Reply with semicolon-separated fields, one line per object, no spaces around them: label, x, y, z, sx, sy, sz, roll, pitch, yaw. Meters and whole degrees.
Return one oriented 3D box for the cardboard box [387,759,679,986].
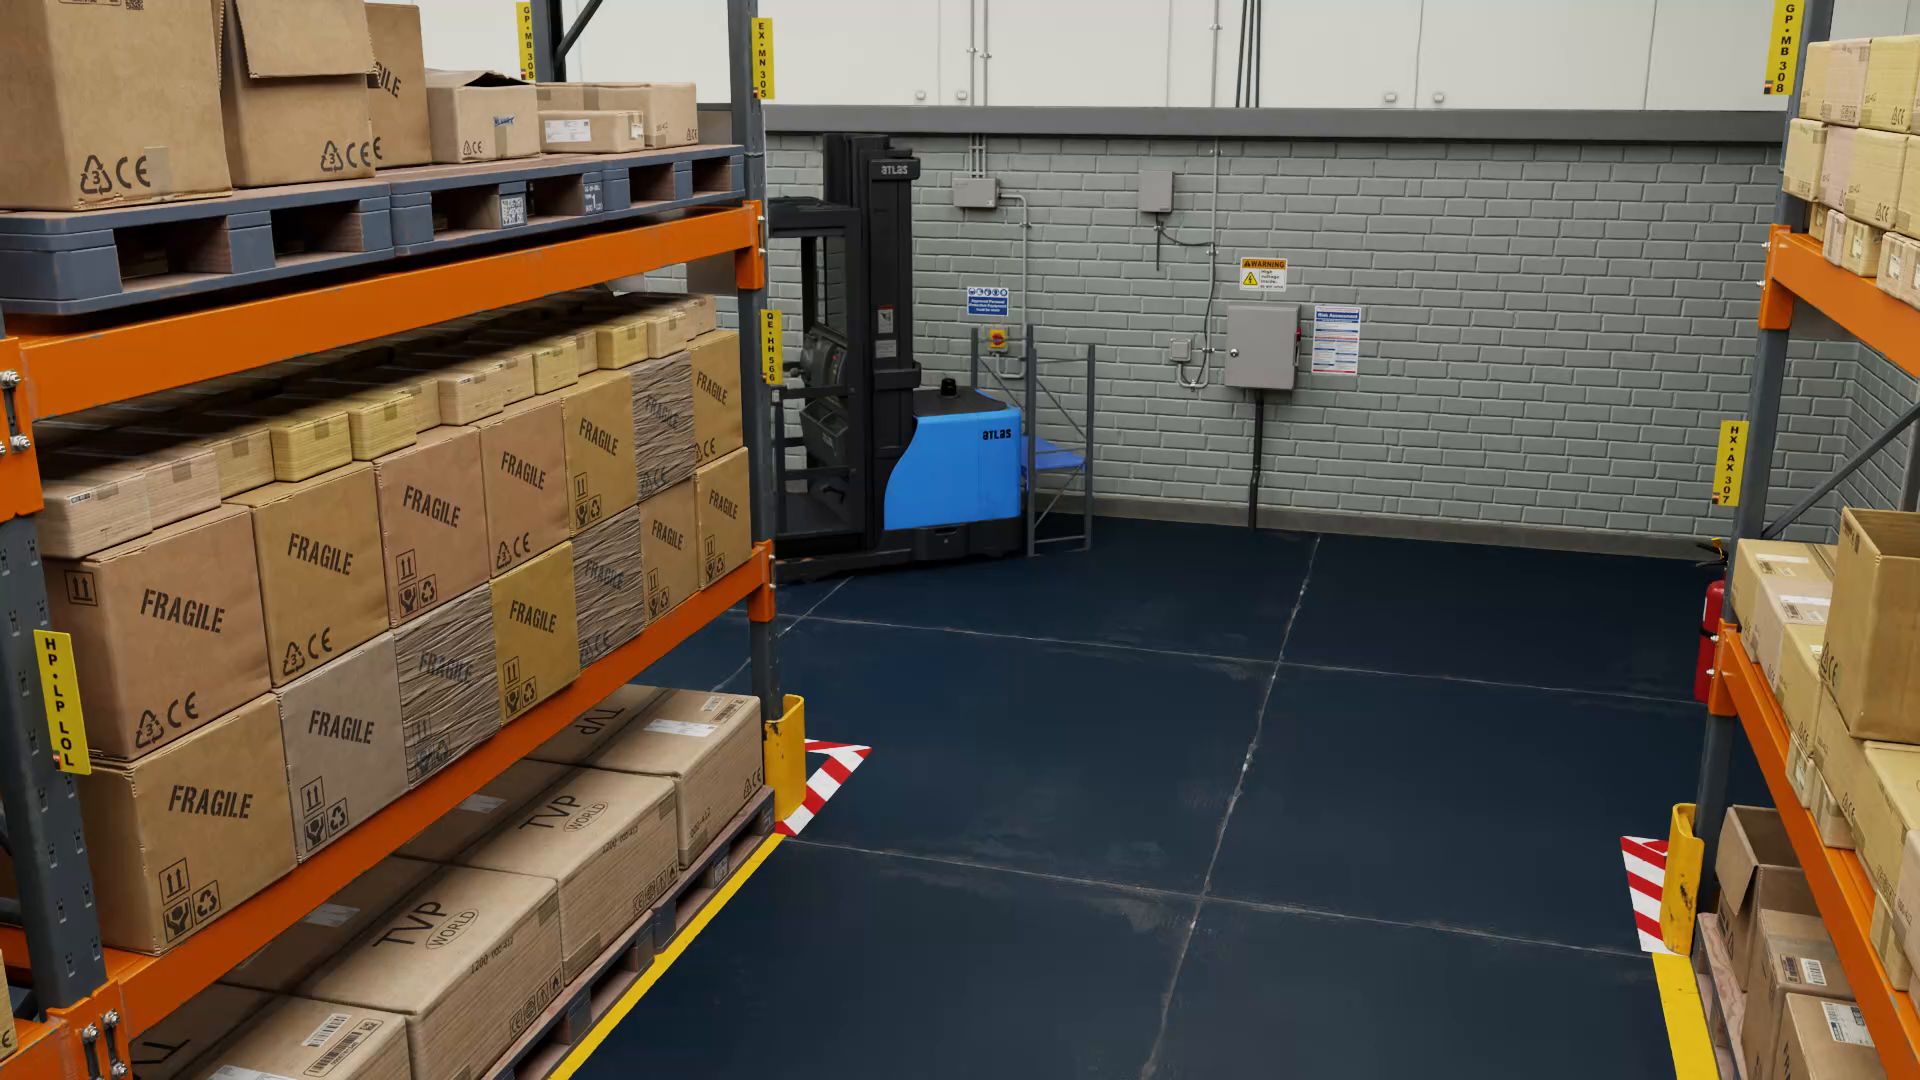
cardboard box;-1.681;1.238;6.395;0.875;0.438;0.875;5;17;17

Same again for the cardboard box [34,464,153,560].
cardboard box;-2.135;-0.071;3.877;0.380;0.149;0.250;4;16;15

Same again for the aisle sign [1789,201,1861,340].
aisle sign;3.161;-1.121;6.020;0.394;0.787;0.004;5;16;16

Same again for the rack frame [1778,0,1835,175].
rack frame;3.423;-2.716;5.413;1.000;3.000;0.127;5;16;16

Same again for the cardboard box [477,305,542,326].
cardboard box;-1.893;-0.850;6.625;0.380;0.149;0.250;5;17;18

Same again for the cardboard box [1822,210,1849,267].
cardboard box;2.802;-0.893;4.943;0.380;0.149;0.250;5;17;17

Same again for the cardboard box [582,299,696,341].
cardboard box;-1.296;-0.877;6.720;0.380;0.149;0.250;5;17;17

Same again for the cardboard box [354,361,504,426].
cardboard box;-1.684;-0.468;5.277;0.380;0.149;0.250;5;16;16

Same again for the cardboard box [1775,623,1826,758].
cardboard box;2.752;0.462;4.933;0.500;0.250;0.500;4;16;15

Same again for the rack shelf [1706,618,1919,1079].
rack shelf;2.855;1.040;4.485;1.077;0.370;4.000;5;16;16

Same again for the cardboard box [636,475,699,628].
cardboard box;-1.377;0.015;6.595;0.500;0.500;0.500;4;16;15

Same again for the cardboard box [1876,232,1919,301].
cardboard box;2.581;-0.693;4.239;0.380;0.149;0.250;5;16;16

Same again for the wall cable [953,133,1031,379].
wall cable;0.243;-2.194;12.650;0.585;1.953;0.123;5;16;16

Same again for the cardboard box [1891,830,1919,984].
cardboard box;2.326;0.862;3.525;0.500;0.250;0.500;5;16;16

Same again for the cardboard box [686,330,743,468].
cardboard box;-1.246;-0.598;6.925;0.500;0.500;0.500;5;17;18

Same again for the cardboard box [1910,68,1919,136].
cardboard box;2.629;-1.089;3.989;0.500;0.250;0.500;5;17;17

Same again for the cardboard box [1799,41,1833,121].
cardboard box;3.056;-1.488;5.393;0.500;0.250;0.500;4;16;15

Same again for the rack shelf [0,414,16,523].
rack shelf;-3.042;0.259;1.740;1.077;0.370;4.000;5;16;16

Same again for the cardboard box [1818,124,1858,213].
cardboard box;2.910;-1.114;4.993;0.500;0.250;0.500;5;17;17

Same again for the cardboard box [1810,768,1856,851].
cardboard box;2.598;0.760;4.615;0.380;0.149;0.250;5;17;17

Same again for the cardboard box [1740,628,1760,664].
cardboard box;3.067;0.356;6.038;0.380;0.149;0.250;4;16;15

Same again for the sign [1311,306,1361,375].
sign;2.748;-1.460;12.153;0.329;0.494;0.001;5;16;16

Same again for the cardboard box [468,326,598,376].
cardboard box;-1.542;-0.677;6.016;0.380;0.149;0.250;4;16;15

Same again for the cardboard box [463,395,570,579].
cardboard box;-1.654;-0.199;5.517;0.500;0.500;0.500;5;16;15

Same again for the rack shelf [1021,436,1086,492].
rack shelf;0.517;-0.583;12.297;0.538;0.185;1.000;-7;17;-22

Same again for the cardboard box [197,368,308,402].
cardboard box;-2.267;-0.443;5.190;0.380;0.149;0.250;4;16;15

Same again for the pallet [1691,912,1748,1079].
pallet;3.176;1.741;5.806;1.003;0.211;1.213;5;16;16

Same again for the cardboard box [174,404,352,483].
cardboard box;-1.916;-0.269;4.578;0.380;0.149;0.250;5;16;15

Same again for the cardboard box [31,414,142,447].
cardboard box;-2.432;-0.239;4.469;0.380;0.149;0.250;5;16;16

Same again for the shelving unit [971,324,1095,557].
shelving unit;0.517;-0.756;12.248;0.538;1.500;1.048;-7;17;-22

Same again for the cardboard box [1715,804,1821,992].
cardboard box;3.159;1.322;5.977;0.797;0.503;0.637;4;16;14

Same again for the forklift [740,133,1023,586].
forklift;-1.123;-1.265;11.416;3.031;2.935;1.130;-6;17;-20

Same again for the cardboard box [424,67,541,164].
cardboard box;-1.810;-1.476;5.750;0.500;0.311;0.500;5;17;17

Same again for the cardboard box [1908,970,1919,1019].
cardboard box;2.339;1.029;3.666;0.380;0.149;0.250;5;17;17

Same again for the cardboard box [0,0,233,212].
cardboard box;-2.105;-1.046;3.887;0.500;0.500;0.500;5;17;17

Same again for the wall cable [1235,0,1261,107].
wall cable;3.390;-4.343;11.081;2.988;3.039;0.133;5;16;16

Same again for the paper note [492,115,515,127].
paper note;-1.376;-1.266;5.021;0.006;0.032;0.123;5;16;16

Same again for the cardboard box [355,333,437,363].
cardboard box;-2.086;-0.645;5.902;0.380;0.149;0.250;5;17;16

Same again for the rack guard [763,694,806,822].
rack guard;-1.330;0.983;7.948;1.175;0.500;0.348;5;16;16

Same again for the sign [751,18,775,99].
sign;-0.821;-1.999;6.905;0.100;0.325;0.005;5;16;16

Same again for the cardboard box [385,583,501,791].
cardboard box;-1.795;0.421;5.163;0.500;0.500;0.500;5;17;16

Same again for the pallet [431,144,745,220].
pallet;-1.538;-1.419;6.501;1.003;0.211;1.213;5;16;16

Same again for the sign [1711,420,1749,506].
sign;2.903;-0.288;6.262;0.100;0.325;0.005;5;16;16

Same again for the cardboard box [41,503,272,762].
cardboard box;-2.106;0.198;4.119;0.500;0.500;0.500;5;17;16
